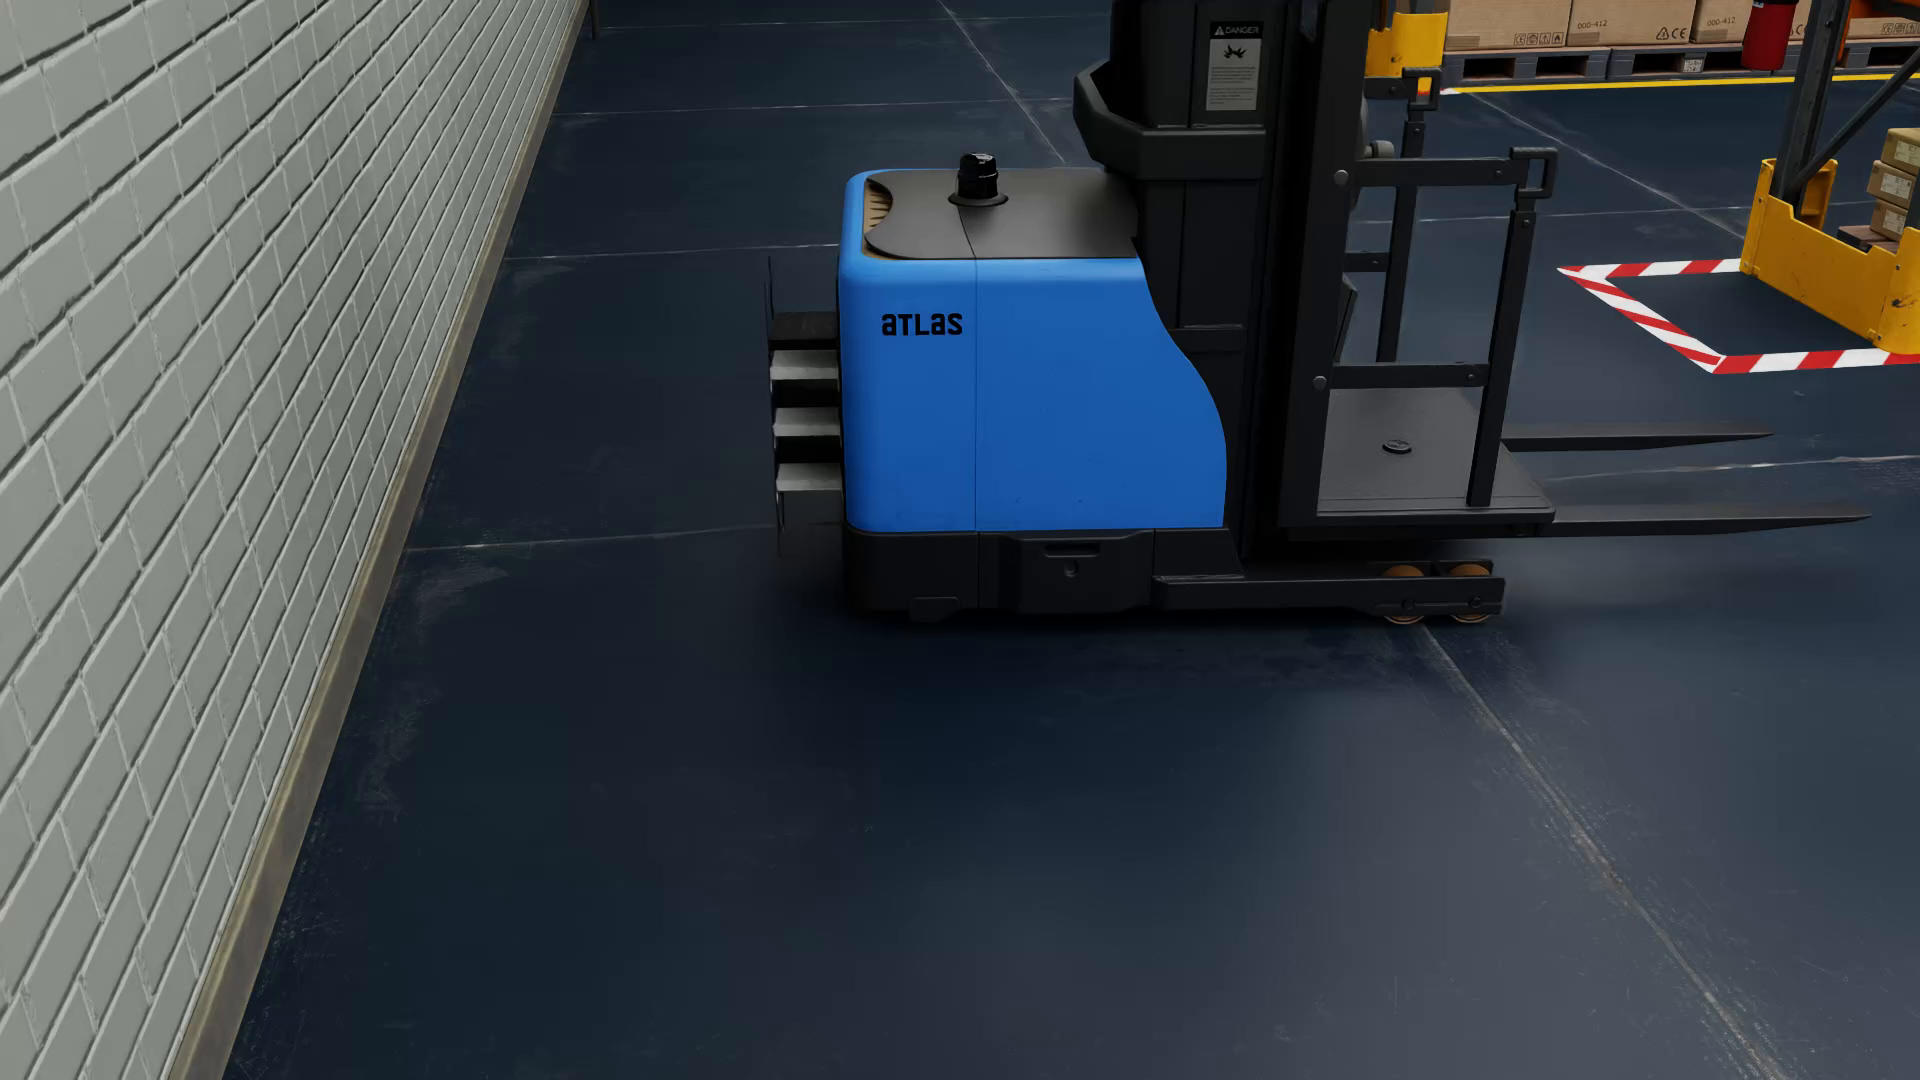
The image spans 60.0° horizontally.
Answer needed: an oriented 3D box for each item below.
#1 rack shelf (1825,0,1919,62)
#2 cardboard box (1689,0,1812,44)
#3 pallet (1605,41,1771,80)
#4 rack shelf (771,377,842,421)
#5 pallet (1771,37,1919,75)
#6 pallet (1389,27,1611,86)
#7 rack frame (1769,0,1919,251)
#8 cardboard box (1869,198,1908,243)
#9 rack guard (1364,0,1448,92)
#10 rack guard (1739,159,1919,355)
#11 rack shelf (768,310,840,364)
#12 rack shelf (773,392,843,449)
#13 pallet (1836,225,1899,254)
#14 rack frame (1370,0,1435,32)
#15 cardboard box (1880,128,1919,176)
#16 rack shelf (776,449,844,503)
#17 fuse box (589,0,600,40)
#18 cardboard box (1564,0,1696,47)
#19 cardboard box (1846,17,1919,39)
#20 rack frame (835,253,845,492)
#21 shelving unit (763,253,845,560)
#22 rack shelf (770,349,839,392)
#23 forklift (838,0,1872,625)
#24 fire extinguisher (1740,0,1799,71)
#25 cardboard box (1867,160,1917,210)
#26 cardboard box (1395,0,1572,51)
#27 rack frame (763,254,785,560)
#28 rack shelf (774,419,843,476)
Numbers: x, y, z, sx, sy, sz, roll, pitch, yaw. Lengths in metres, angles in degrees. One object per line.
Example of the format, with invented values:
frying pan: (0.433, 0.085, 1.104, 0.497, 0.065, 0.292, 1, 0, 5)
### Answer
rack shelf: (5.748, -2.154, 6.951, 4.000, 0.370, 1.077, -4, 27, -7)
cardboard box: (5.416, -3.831, 11.777, 0.875, 0.438, 0.875, -4, 27, -9)
pallet: (4.964, -3.500, 11.840, 1.213, 0.211, 1.003, -4, 27, -7)
rack shelf: (-0.458, -0.445, 5.007, 0.200, 0.077, 0.258, -1, 27, -2)
pallet: (6.175, -3.579, 11.994, 1.213, 0.211, 1.003, -4, 27, -7)
pallet: (3.759, -3.424, 11.692, 1.213, 0.211, 1.003, -4, 27, -7)
rack frame: (3.768, -2.347, 6.539, 0.127, 3.000, 1.000, -4, 27, -7)
cardboard box: (4.260, -1.393, 7.342, 0.250, 0.149, 0.380, -3, 27, -6)
rack guard: (2.954, -3.465, 11.455, 0.348, 0.500, 1.175, -4, 27, -7)
rack guard: (3.843, -1.240, 7.119, 0.348, 0.500, 1.175, -4, 27, -7)
rack shelf: (-0.458, -0.605, 4.924, 0.200, 0.077, 0.258, -1, 27, -2)
rack shelf: (-0.458, -0.364, 5.048, 0.200, 0.077, 0.258, -1, 27, -2)
pallet: (4.652, -1.147, 7.254, 1.213, 0.211, 1.003, -4, 27, -7)
rack frame: (2.978, -4.578, 10.887, 0.127, 3.000, 1.000, -4, 27, -7)
cardboard box: (4.257, -1.678, 7.247, 0.250, 0.149, 0.380, -3, 27, -7)
rack shelf: (-0.458, -0.204, 5.130, 0.200, 0.077, 0.258, -1, 27, -2)
fuse box: (-2.751, -4.595, 12.331, 0.414, 1.711, 0.539, -4, 27, -7)
cardboard box: (4.523, -3.774, 11.667, 0.875, 0.438, 0.875, -3, 27, -6)
cardboard box: (6.302, -3.888, 11.889, 0.875, 0.438, 0.875, -4, 27, -8)
rack frame: (-0.357, -0.396, 5.036, 0.006, 0.900, 0.240, -1, 27, -2)
shelving unit: (-0.458, -0.394, 5.032, 0.210, 0.900, 0.258, -1, 27, -2)
rack shelf: (-0.458, -0.525, 4.965, 0.200, 0.077, 0.258, -1, 27, -2)
forklift: (1.166, -1.303, 4.580, 3.031, 2.935, 1.130, -1, 27, -2)
fire extinguisher: (3.454, -2.339, 7.017, 0.183, 0.674, 0.296, -4, 27, -7)
cardboard box: (4.250, -1.560, 7.342, 0.250, 0.149, 0.380, -4, 27, -8)
cardboard box: (3.618, -3.712, 11.546, 0.875, 0.438, 0.875, -5, 28, -9)
rack frame: (-0.560, -0.392, 5.029, 0.006, 0.900, 0.240, -1, 27, -2)
rack shelf: (-0.458, -0.284, 5.089, 0.200, 0.077, 0.258, -1, 27, -2)
